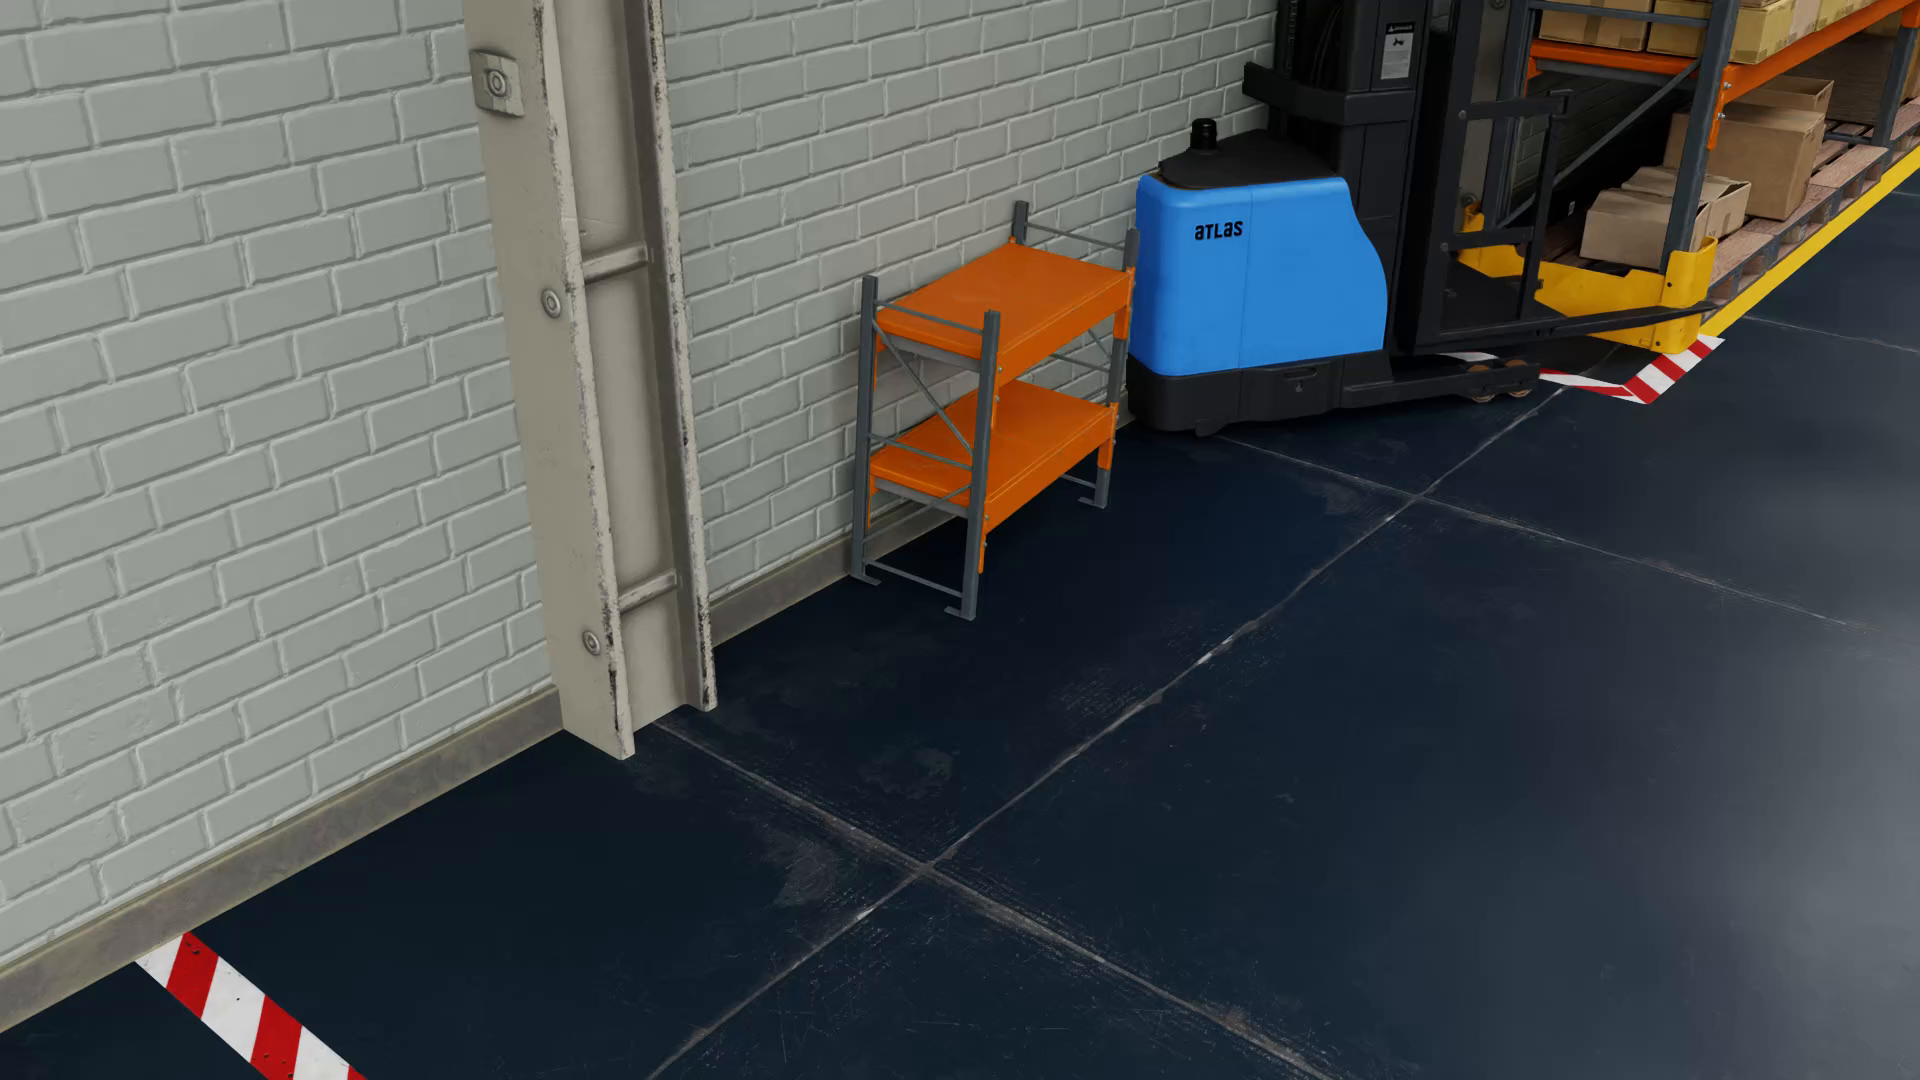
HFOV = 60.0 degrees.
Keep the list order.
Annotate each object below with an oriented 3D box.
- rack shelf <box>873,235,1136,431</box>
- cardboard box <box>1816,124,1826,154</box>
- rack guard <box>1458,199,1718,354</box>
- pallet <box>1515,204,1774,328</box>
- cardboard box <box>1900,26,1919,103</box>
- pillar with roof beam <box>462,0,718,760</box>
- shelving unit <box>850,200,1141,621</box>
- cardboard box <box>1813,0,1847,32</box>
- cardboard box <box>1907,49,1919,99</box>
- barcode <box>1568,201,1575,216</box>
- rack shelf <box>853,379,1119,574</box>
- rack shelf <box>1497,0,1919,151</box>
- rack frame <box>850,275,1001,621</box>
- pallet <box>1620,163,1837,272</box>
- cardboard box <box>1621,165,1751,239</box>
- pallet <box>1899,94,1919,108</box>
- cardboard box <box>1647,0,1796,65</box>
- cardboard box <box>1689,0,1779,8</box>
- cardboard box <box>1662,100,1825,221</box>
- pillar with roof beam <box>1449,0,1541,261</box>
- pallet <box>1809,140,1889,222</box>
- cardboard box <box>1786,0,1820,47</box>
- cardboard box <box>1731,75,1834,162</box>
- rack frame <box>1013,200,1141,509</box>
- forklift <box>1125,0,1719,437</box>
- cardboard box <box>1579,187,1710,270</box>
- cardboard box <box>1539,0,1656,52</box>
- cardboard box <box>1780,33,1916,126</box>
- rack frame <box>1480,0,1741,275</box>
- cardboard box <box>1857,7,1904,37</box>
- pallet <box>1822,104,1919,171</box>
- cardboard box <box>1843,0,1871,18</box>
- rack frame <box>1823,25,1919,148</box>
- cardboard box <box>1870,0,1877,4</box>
[{"bbox_3d":[0.148,-0.744,5.790,0.538,0.278,1.000,19,33,25],"label":"rack shelf"},{"bbox_3d":[5.261,-2.571,10.559,0.380,0.166,0.250,16,31,28],"label":"cardboard box"},{"bbox_3d":[3.082,-1.330,8.278,1.175,0.500,0.348,21,34,34],"label":"rack guard"},{"bbox_3d":[3.626,-1.480,8.881,1.003,0.211,1.213,21,34,34],"label":"pallet"},{"bbox_3d":[6.324,-3.381,11.762,0.700,0.500,0.500,20,33,33],"label":"cardboard box"},{"bbox_3d":[2.317,-2.194,0.697,9.100,9.000,0.400,21,34,34],"label":"pillar with roof beam"},{"bbox_3d":[0.129,-0.490,5.934,0.538,1.125,1.048,19,33,25],"label":"shelving unit"},{"bbox_3d":[4.237,-2.803,8.546,0.500,0.250,0.500,20,34,34],"label":"cardboard box"},{"bbox_3d":[6.679,-3.550,12.089,0.700,0.500,0.500,21,34,35],"label":"cardboard box"},{"bbox_3d":[3.246,-1.761,8.828,0.001,0.075,0.075,21,34,34],"label":"barcode"},{"bbox_3d":[0.113,-0.278,6.054,0.538,0.278,1.000,19,33,25],"label":"rack shelf"},{"bbox_3d":[4.306,-2.803,9.187,1.077,0.370,4.000,21,34,34],"label":"rack shelf"},{"bbox_3d":[-0.131,-0.290,5.546,0.500,1.125,0.032,19,33,25],"label":"rack frame"},{"bbox_3d":[4.403,-1.911,9.713,1.003,0.211,1.213,21,34,34],"label":"pallet"},{"bbox_3d":[3.906,-1.836,8.982,0.500,0.311,0.500,24,36,38],"label":"cardboard box"},{"bbox_3d":[6.848,-3.304,12.408,1.003,0.211,1.213,21,34,34],"label":"pallet"},{"bbox_3d":[3.589,-2.436,7.836,0.500,0.250,0.500,20,33,33],"label":"cardboard box"},{"bbox_3d":[3.570,-2.771,7.666,0.500,0.500,0.500,21,34,34],"label":"cardboard box"},{"bbox_3d":[4.411,-2.166,9.413,0.700,0.500,0.500,18,33,31],"label":"cardboard box"},{"bbox_3d":[6.134,-4.321,4.809,9.100,9.000,0.400,21,34,34],"label":"pillar with roof beam"},{"bbox_3d":[5.178,-2.345,10.553,1.003,0.211,1.213,21,34,34],"label":"pallet"},{"bbox_3d":[3.909,-2.625,8.200,0.500,0.250,0.500,20,33,33],"label":"cardboard box"},{"bbox_3d":[4.949,-2.537,10.132,0.500,0.500,0.500,18,32,31],"label":"cardboard box"},{"bbox_3d":[0.389,-0.690,6.322,0.500,1.125,0.032,19,33,25],"label":"rack frame"},{"bbox_3d":[2.080,-2.135,7.188,3.031,2.935,1.130,-9,29,-17],"label":"forklift"},{"bbox_3d":[3.544,-1.634,8.591,0.500,0.311,0.500,17,32,29],"label":"cardboard box"},{"bbox_3d":[3.182,-2.578,8.111,0.500,0.250,0.500,21,34,35],"label":"cardboard box"},{"bbox_3d":[6.034,-3.183,11.380,0.700,0.500,0.500,22,35,36],"label":"cardboard box"},{"bbox_3d":[3.034,-2.414,7.651,1.000,3.000,0.127,21,34,34],"label":"rack frame"},{"bbox_3d":[6.311,-3.673,11.511,0.500,0.250,0.500,20,33,33],"label":"cardboard box"},{"bbox_3d":[6.072,-2.870,11.568,1.003,0.211,1.213,21,34,34],"label":"pallet"},{"bbox_3d":[4.561,-2.982,8.891,0.500,0.250,0.500,21,34,35],"label":"cardboard box"},{"bbox_3d":[5.578,-3.832,10.393,1.000,3.000,0.127,21,34,34],"label":"rack frame"},{"bbox_3d":[4.880,-3.161,9.237,0.500,0.250,0.500,21,34,34],"label":"cardboard box"}]
